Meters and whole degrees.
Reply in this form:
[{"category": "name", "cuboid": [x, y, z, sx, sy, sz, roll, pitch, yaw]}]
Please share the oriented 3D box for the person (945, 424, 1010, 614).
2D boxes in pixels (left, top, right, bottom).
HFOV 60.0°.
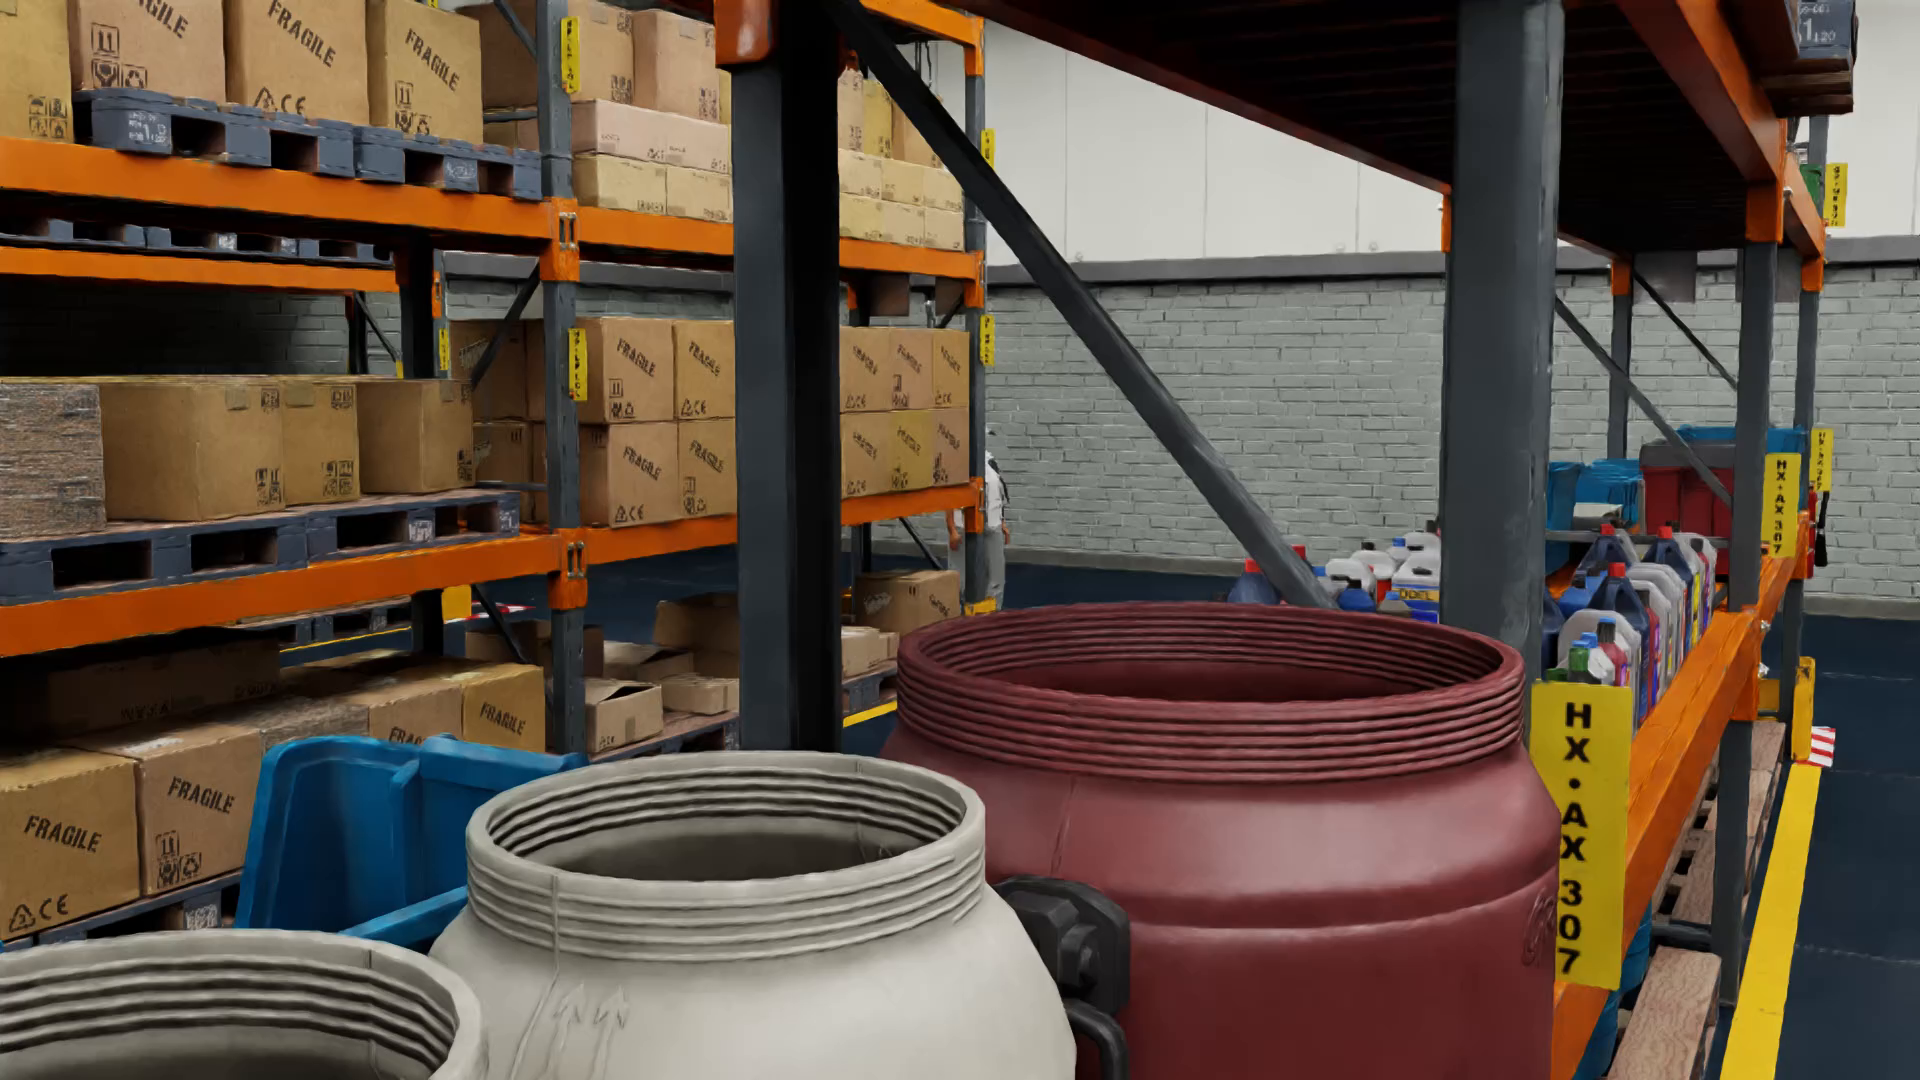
[{"category": "person", "cuboid": [0.103, -0.082, 12.439, 0.608, 1.671, 0.393, -4, 7, -32]}]
